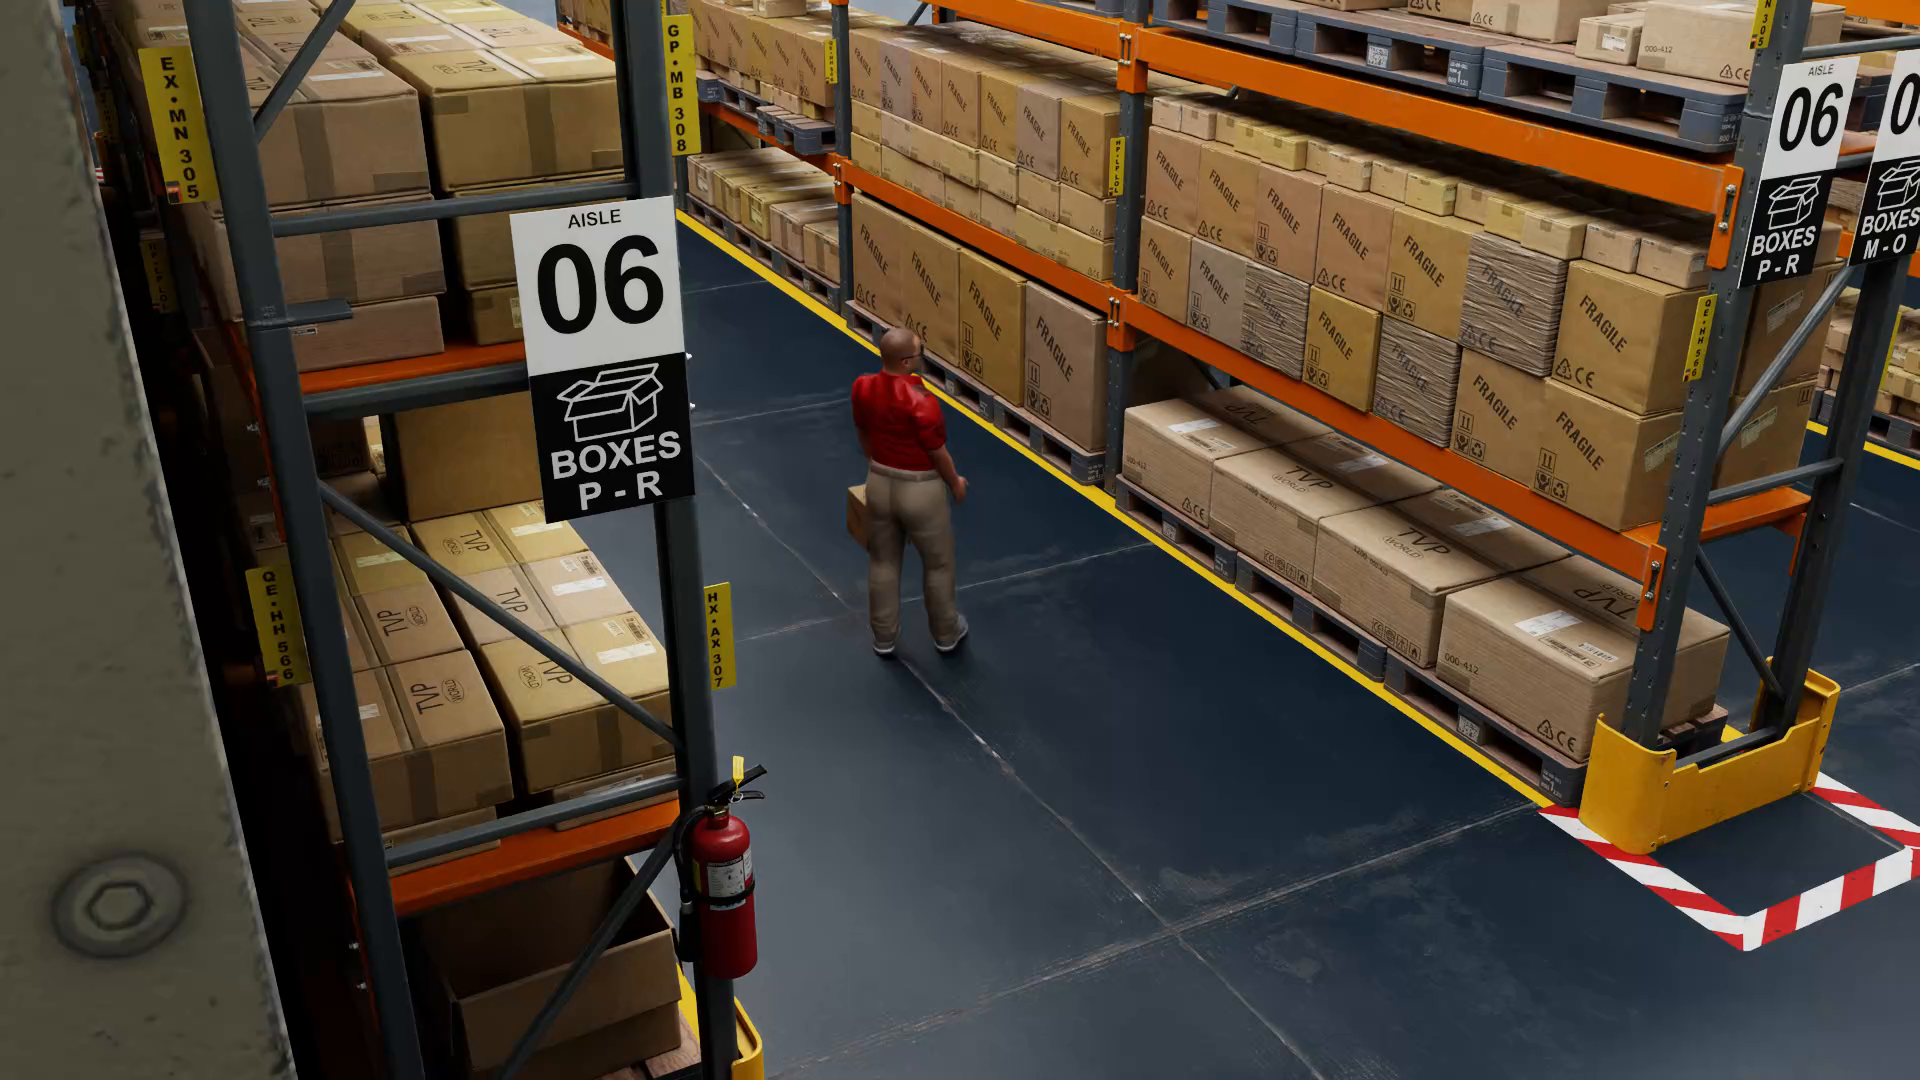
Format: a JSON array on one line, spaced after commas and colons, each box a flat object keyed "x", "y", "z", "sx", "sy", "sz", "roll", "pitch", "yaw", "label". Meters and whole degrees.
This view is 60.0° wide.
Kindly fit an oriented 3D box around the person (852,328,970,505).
[{"x": -0.258, "y": -0.569, "z": 8.006, "sx": 0.532, "sy": 0.997, "sz": 0.428, "roll": 14, "pitch": 29, "yaw": 28, "label": "person"}]
